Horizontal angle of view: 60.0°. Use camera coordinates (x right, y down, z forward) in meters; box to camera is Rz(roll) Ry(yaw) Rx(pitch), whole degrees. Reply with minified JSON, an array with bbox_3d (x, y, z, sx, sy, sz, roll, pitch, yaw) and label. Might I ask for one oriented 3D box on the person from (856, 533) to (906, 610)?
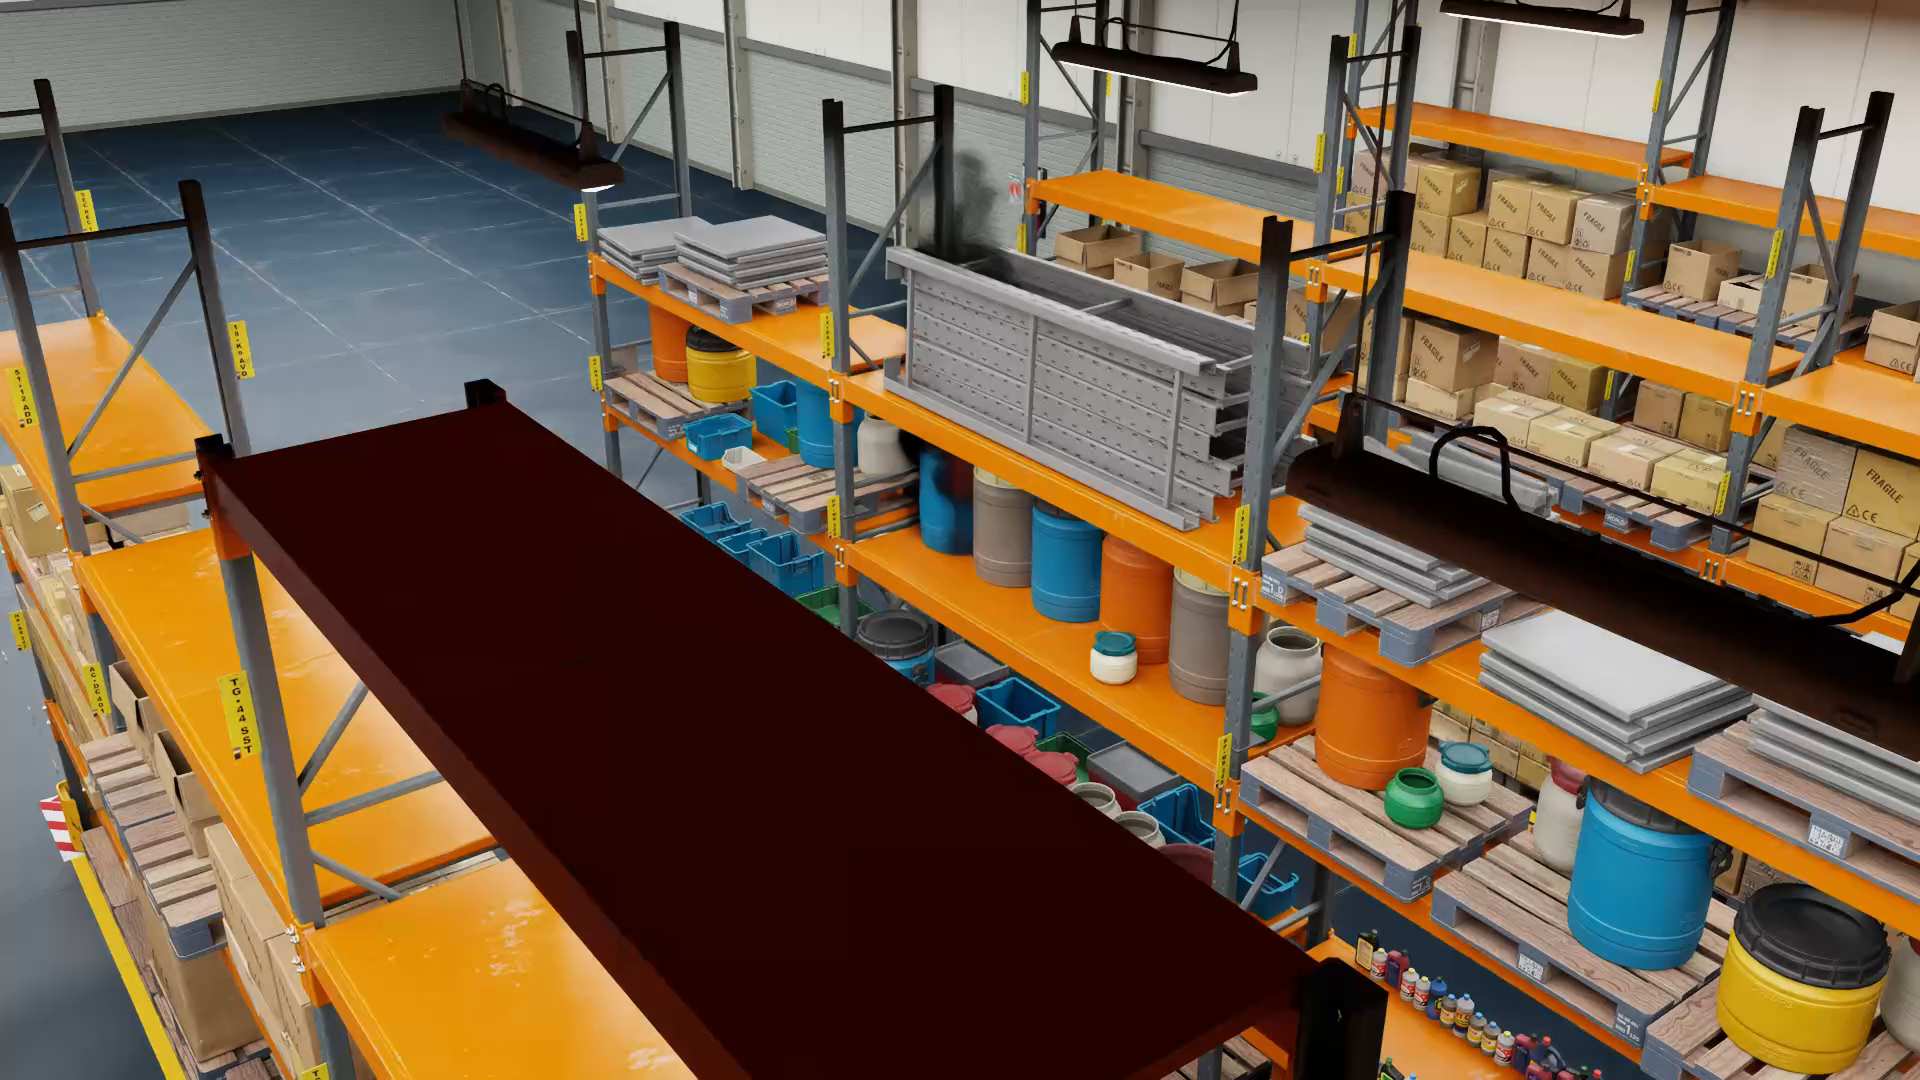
[{"bbox_3d":[-0.926,0.103,16.614,0.897,1.803,0.679,13,28,26],"label":"person"}]
